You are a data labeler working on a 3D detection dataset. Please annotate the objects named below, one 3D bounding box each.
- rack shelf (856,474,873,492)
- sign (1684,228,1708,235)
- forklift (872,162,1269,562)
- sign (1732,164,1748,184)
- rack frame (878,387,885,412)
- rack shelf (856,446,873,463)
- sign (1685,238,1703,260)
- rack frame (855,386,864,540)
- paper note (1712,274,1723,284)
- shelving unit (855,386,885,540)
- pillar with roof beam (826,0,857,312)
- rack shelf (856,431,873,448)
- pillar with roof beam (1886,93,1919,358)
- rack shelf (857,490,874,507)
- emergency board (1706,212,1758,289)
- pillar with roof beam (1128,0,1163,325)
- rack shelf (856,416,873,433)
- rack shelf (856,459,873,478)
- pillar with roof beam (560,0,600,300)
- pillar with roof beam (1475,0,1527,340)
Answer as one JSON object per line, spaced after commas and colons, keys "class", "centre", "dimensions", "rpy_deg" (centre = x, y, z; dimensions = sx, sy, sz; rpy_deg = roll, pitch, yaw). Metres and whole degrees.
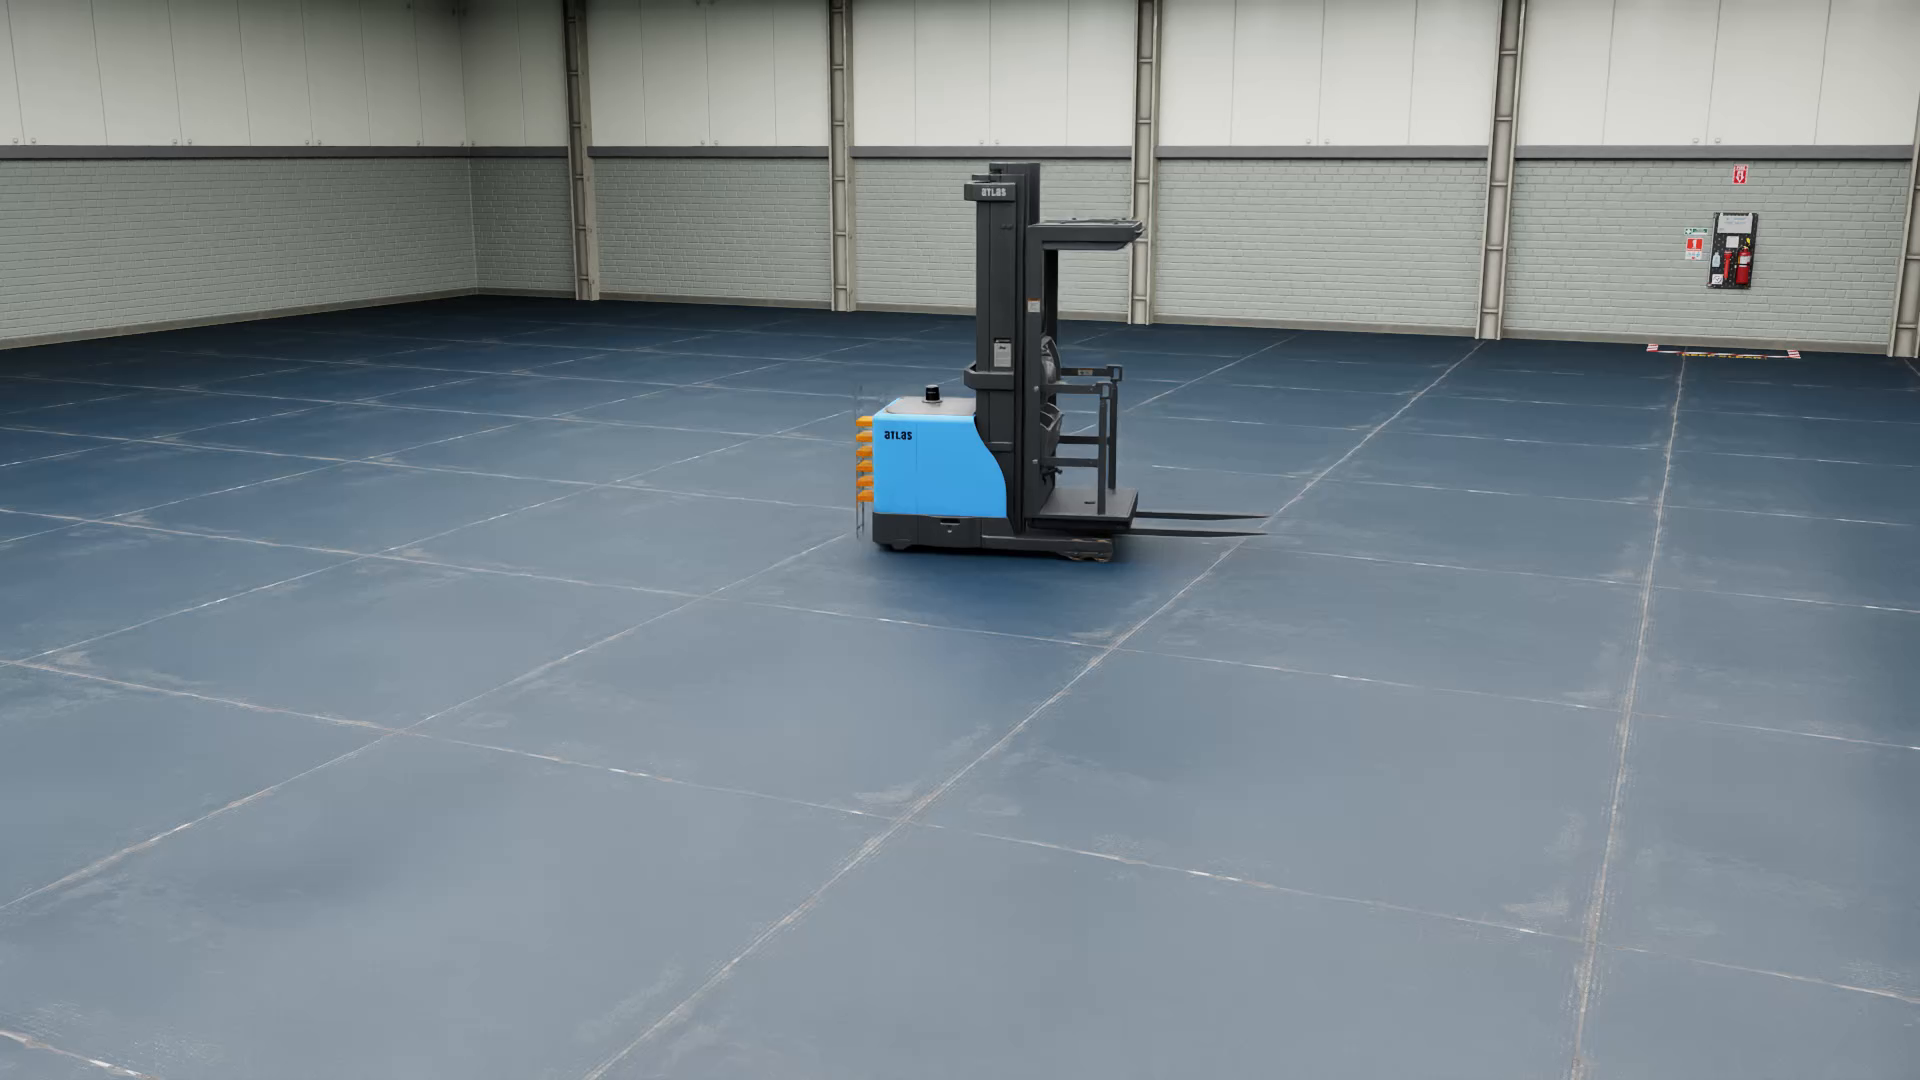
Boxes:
{"class": "rack shelf", "centre": [-0.709, -0.449, 13.263], "dimensions": [0.180, 0.103, 0.258], "rpy_deg": [2, 13, 9]}
{"class": "sign", "centre": [11.507, -4.819, 25.989], "dimensions": [0.331, 0.109, 0.001], "rpy_deg": [6, 14, 23]}
{"class": "forklift", "centre": [0.884, -1.392, 12.772], "dimensions": [3.031, 2.935, 1.130], "rpy_deg": [2, 13, 9]}
{"class": "sign", "centre": [12.004, -5.624, 25.581], "dimensions": [0.199, 0.298, 0.001], "rpy_deg": [6, 14, 23]}
{"class": "rack frame", "centre": [-0.619, -0.606, 13.210], "dimensions": [0.006, 1.200, 0.240], "rpy_deg": [2, 13, 9]}
{"class": "rack shelf", "centre": [-0.709, -0.683, 13.208], "dimensions": [0.180, 0.103, 0.258], "rpy_deg": [2, 13, 9]}
{"class": "sign", "centre": [11.507, -4.564, 26.060], "dimensions": [0.234, 0.329, 0.001], "rpy_deg": [6, 14, 23]}
{"class": "rack frame", "centre": [-0.799, -0.613, 13.240], "dimensions": [0.006, 1.200, 0.240], "rpy_deg": [2, 13, 9]}
{"class": "paper note", "centre": [11.837, -4.076, 25.986], "dimensions": [0.142, 0.148, 0.016], "rpy_deg": [6, 14, 23]}
{"class": "shelving unit", "centre": [-0.709, -0.609, 13.225], "dimensions": [0.189, 1.200, 0.258], "rpy_deg": [2, 13, 9]}
{"class": "pillar with roof beam", "centre": [-3.987, -7.924, 27.326], "dimensions": [0.400, 9.000, 9.100], "rpy_deg": [6, 14, 23]}
{"class": "rack shelf", "centre": [-0.709, -0.800, 13.180], "dimensions": [0.180, 0.103, 0.258], "rpy_deg": [2, 13, 9]}
{"class": "pillar with roof beam", "centre": [12.471, -6.259, 20.228], "dimensions": [0.400, 9.000, 9.100], "rpy_deg": [6, 14, 23]}
{"class": "rack shelf", "centre": [-0.709, -0.332, 13.290], "dimensions": [0.180, 0.103, 0.258], "rpy_deg": [2, 13, 9]}
{"class": "emergency board", "centre": [11.971, -4.474, 25.754], "dimensions": [0.643, 1.169, 0.194], "rpy_deg": [6, 14, 23]}
{"class": "pillar with roof beam", "centre": [1.499, -7.369, 24.960], "dimensions": [0.400, 9.000, 9.100], "rpy_deg": [6, 14, 23]}
{"class": "rack shelf", "centre": [-0.709, -0.917, 13.153], "dimensions": [0.180, 0.103, 0.258], "rpy_deg": [2, 13, 9]}
{"class": "rack shelf", "centre": [-0.709, -0.566, 13.235], "dimensions": [0.180, 0.103, 0.258], "rpy_deg": [2, 13, 9]}
{"class": "pillar with roof beam", "centre": [-9.472, -8.479, 29.692], "dimensions": [0.400, 9.000, 9.100], "rpy_deg": [6, 14, 23]}
{"class": "pillar with roof beam", "centre": [6.985, -6.814, 22.594], "dimensions": [0.400, 9.000, 9.100], "rpy_deg": [6, 14, 23]}
